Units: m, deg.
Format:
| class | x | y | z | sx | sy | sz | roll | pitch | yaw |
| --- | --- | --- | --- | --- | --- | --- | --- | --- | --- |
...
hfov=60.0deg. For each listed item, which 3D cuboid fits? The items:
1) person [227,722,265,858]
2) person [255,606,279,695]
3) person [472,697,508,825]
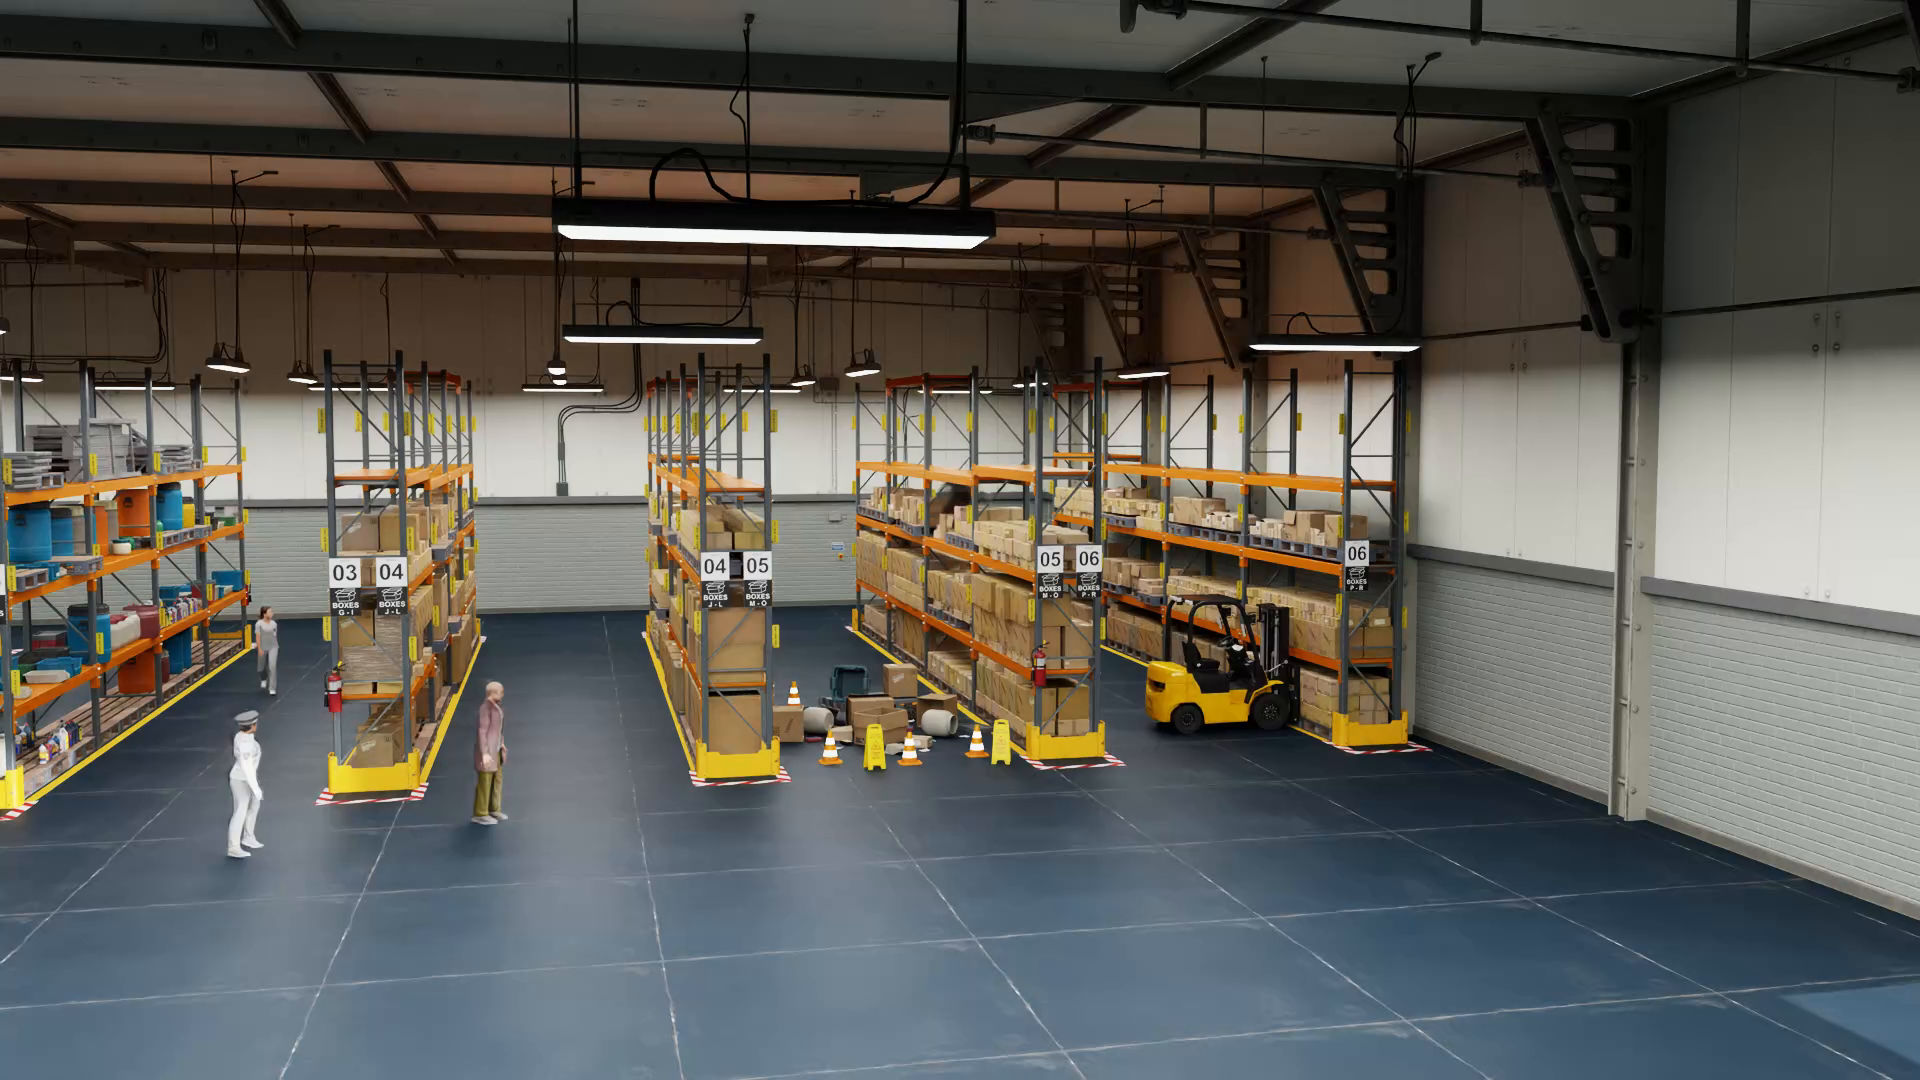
| class | x | y | z | sx | sy | sz | roll | pitch | yaw |
| --- | --- | --- | --- | --- | --- | --- | --- | --- | --- |
| person | -8.351 | 2.853 | 19.415 | 0.382 | 1.688 | 0.615 | -1 | 4 | -17 |
| person | -12.865 | 2.028 | 30.909 | 0.406 | 1.626 | 0.840 | -1 | 4 | -17 |
| person | -5.919 | 2.760 | 20.931 | 0.439 | 1.607 | 0.612 | 0 | 4 | 5 |
